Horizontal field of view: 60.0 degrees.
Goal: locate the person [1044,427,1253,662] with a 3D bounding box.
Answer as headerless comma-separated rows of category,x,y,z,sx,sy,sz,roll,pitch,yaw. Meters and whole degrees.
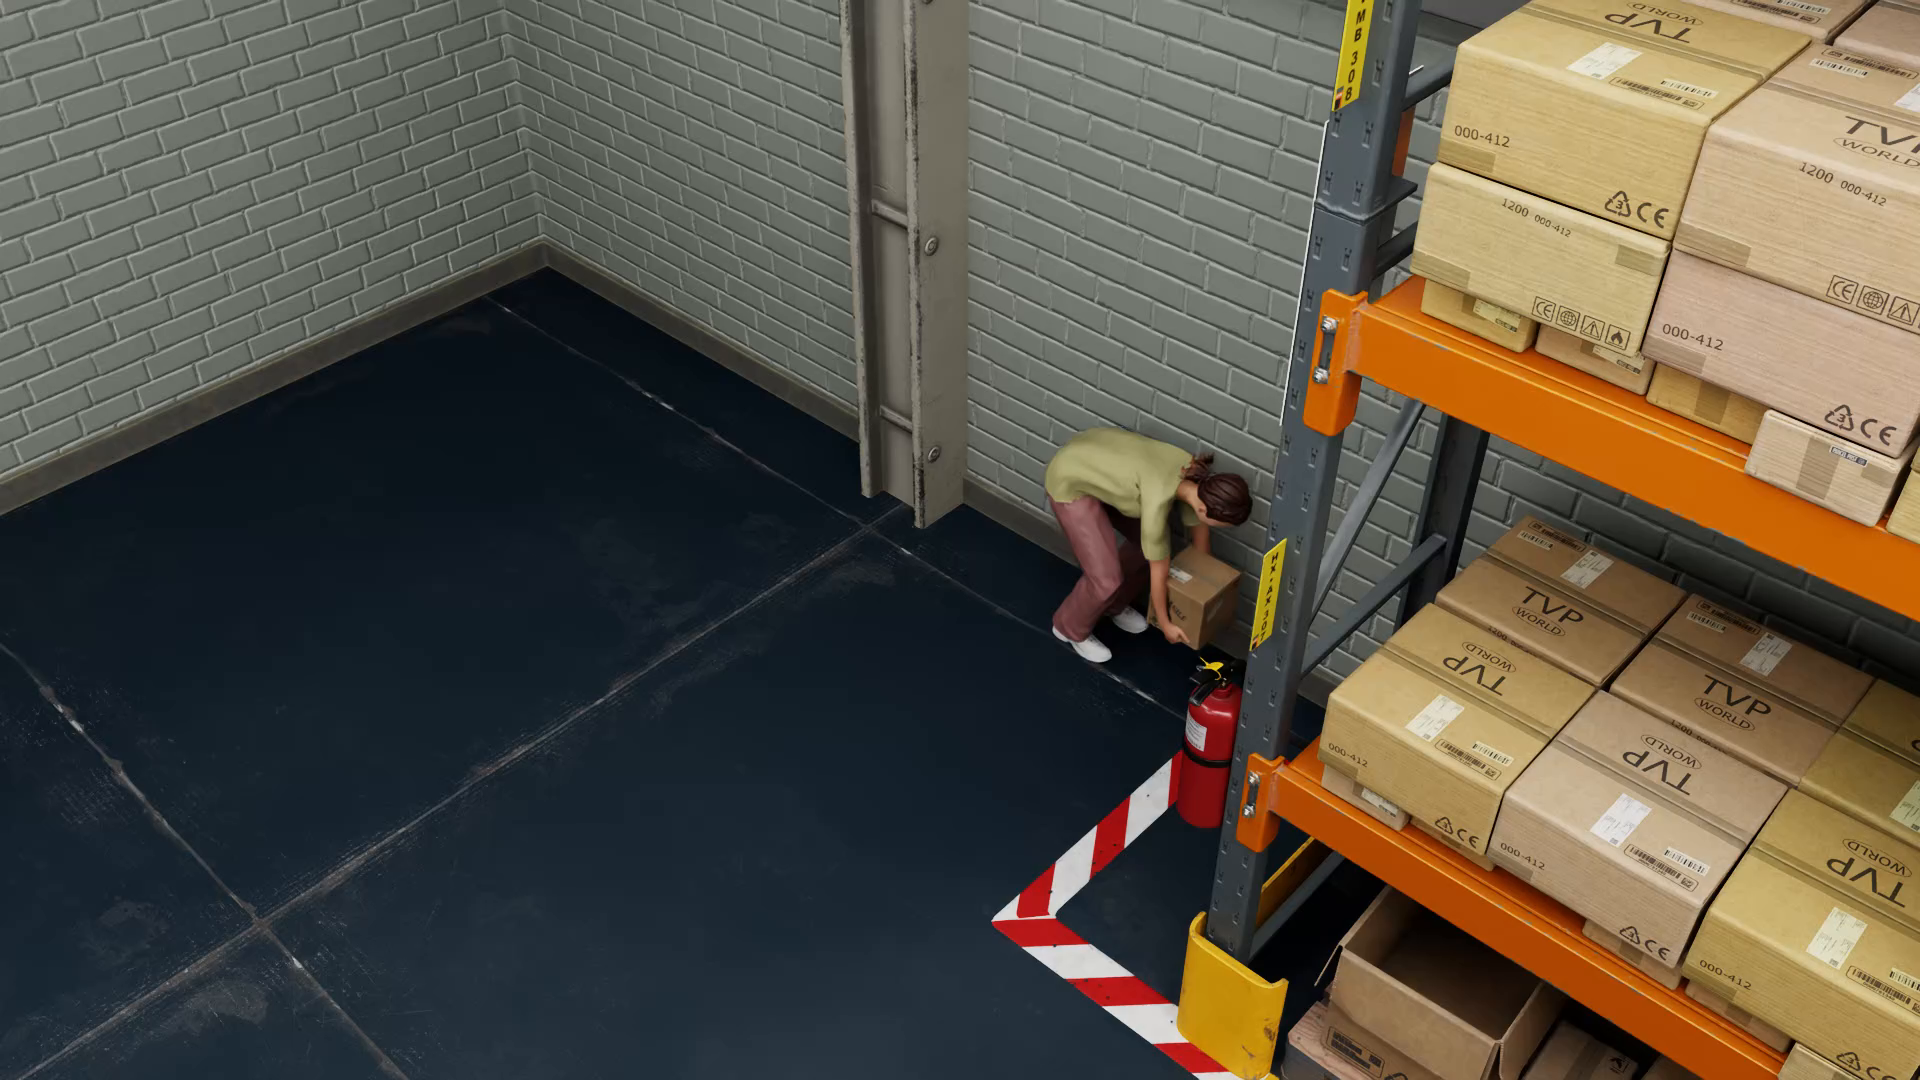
person,0.724,0.044,6.567,0.863,1.086,0.458,28,47,30
